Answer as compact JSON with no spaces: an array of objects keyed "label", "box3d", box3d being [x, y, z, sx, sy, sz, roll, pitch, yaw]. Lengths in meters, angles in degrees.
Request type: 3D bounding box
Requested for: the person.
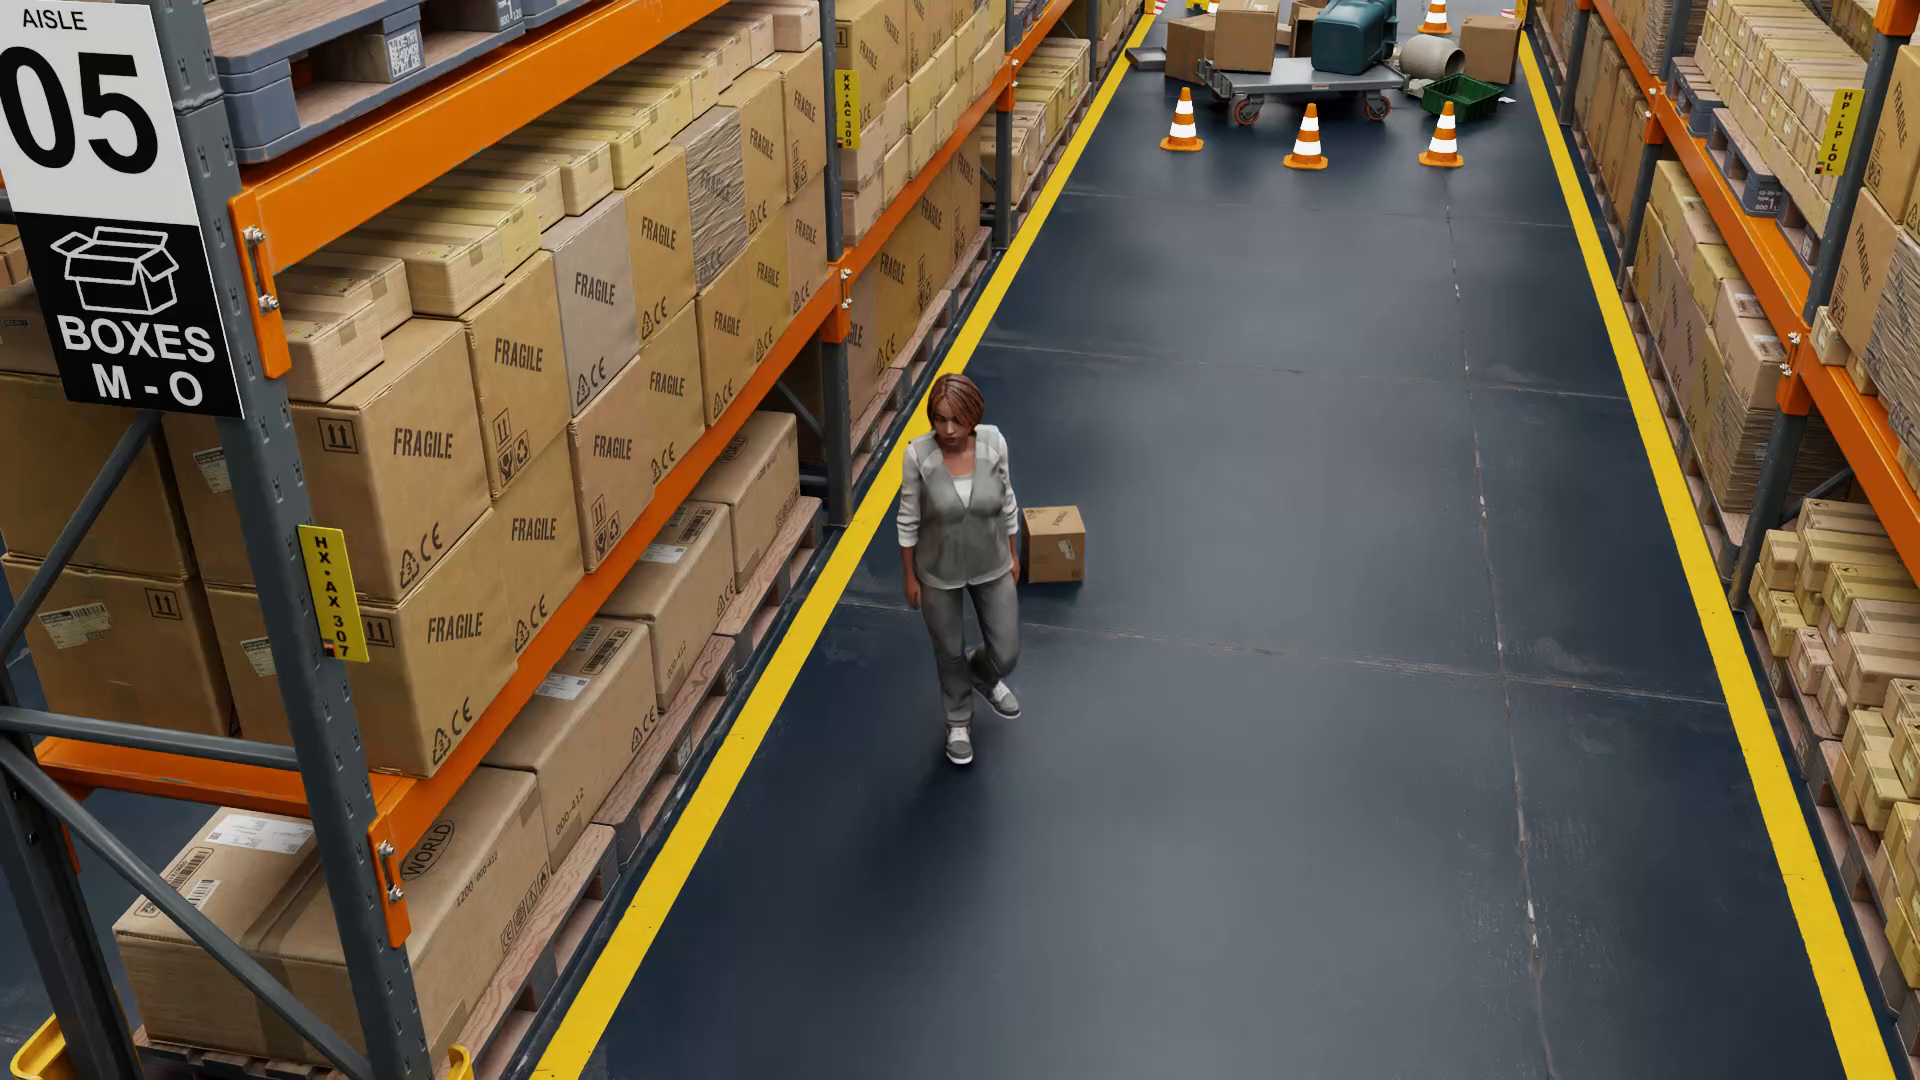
[{"label":"person","box3d":[0.008,0.095,5.946,0.471,1.588,0.449,-3,29,-6]}]
